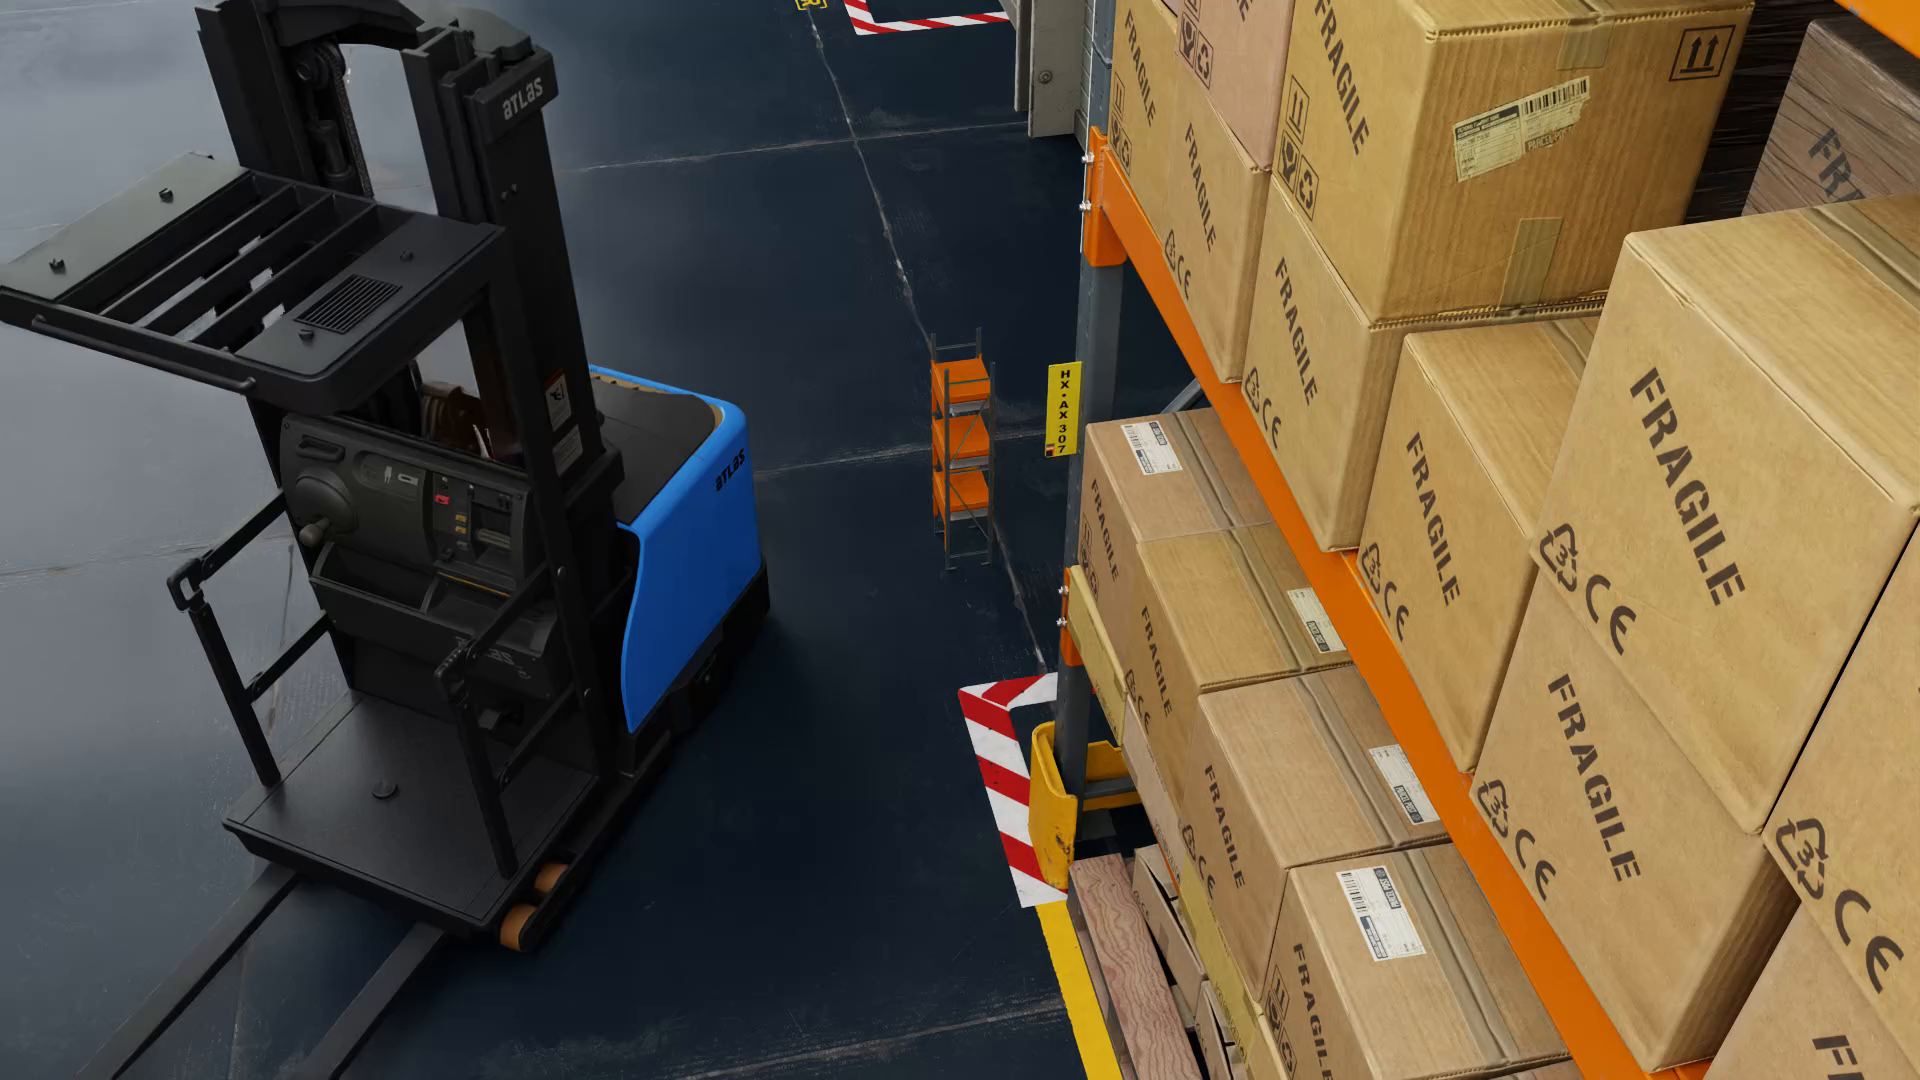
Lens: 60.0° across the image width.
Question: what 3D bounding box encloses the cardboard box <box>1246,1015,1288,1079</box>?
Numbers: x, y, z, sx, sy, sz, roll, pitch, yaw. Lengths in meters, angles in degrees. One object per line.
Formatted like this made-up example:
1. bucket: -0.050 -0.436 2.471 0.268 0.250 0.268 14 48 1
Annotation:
1. cardboard box: 0.960 1.279 3.648 0.500 0.250 0.500 -8 42 -9

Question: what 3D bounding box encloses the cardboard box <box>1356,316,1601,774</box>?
1. cardboard box: 0.989 -0.006 2.647 0.500 0.500 0.500 -6 42 -7

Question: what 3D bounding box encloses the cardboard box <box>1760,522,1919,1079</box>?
1. cardboard box: 1.189 0.286 1.566 0.500 0.500 0.500 -6 42 -7

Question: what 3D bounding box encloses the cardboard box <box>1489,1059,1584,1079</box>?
1. cardboard box: 1.075 1.323 3.033 0.500 0.500 0.500 -9 42 -11

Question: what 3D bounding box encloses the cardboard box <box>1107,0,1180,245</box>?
1. cardboard box: 0.656 -1.039 3.811 0.500 0.500 0.500 -7 42 -8

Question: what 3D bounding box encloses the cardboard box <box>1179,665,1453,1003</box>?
1. cardboard box: 0.839 0.653 3.788 0.500 0.500 0.500 -10 42 -11

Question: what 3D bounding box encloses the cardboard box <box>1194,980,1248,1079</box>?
1. cardboard box: 1.012 1.547 4.942 0.500 0.311 0.500 -5 42 -6

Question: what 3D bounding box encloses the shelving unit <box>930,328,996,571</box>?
1. shelving unit: 0.012 -0.358 6.862 0.215 1.050 0.252 -8 42 -9

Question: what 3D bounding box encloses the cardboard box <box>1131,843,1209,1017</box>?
1. cardboard box: 0.889 1.177 5.358 0.500 0.311 0.500 -13 43 -14

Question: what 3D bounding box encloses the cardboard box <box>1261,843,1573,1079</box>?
1. cardboard box: 0.962 0.986 3.413 0.500 0.500 0.500 -7 42 -8

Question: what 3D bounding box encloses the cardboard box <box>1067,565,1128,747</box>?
1. cardboard box: 0.623 0.285 4.767 0.500 0.250 0.500 -9 42 -11

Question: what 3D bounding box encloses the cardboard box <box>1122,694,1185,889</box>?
1. cardboard box: 0.749 0.620 4.390 0.500 0.250 0.500 -10 42 -11

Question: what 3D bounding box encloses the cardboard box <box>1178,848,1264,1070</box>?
1. cardboard box: 0.853 0.951 4.017 0.500 0.250 0.500 -9 42 -10

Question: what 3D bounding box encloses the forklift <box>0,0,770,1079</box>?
1. forklift: -1.829 -0.023 5.068 1.130 2.935 3.031 16 44 17

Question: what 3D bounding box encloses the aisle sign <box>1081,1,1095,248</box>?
1. aisle sign: 0.519 -1.101 4.273 0.394 0.787 0.004 -8 42 -9

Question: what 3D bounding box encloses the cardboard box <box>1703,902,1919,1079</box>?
1. cardboard box: 1.244 0.679 1.875 0.500 0.500 0.500 -12 43 -13

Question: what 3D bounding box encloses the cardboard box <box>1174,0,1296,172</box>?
1. cardboard box: 0.732 -1.049 3.069 0.500 0.500 0.500 -9 42 -10

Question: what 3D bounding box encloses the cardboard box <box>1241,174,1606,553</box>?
1. cardboard box: 0.853 -0.350 3.035 0.500 0.500 0.500 -7 42 -7

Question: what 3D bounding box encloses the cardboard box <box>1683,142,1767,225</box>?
1. cardboard box: 1.394 -0.406 3.098 0.500 0.500 0.500 -10 43 -11

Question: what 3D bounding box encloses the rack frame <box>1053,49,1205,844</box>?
1. rack frame: 0.827 -0.125 5.131 1.000 3.000 0.127 -8 42 -9

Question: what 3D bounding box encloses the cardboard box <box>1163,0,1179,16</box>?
1. cardboard box: 0.674 -1.381 3.443 0.500 0.500 0.500 -11 43 -12

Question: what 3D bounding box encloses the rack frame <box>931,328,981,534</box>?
1. rack frame: -0.015 -0.437 6.951 0.200 1.050 0.008 -8 42 -9

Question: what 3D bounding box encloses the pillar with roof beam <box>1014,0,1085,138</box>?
1. pillar with roof beam: -3.675 -5.311 6.455 9.100 9.000 0.400 -8 42 -9

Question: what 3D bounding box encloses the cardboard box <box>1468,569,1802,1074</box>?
1. cardboard box: 1.087 0.326 2.274 0.500 0.500 0.500 -10 43 -11

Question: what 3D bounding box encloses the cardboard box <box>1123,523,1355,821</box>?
1. cardboard box: 0.734 0.317 4.166 0.500 0.500 0.500 -8 42 -9

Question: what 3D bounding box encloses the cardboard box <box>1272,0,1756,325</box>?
1. cardboard box: 0.854 -0.718 2.697 0.500 0.500 0.500 -7 42 -8

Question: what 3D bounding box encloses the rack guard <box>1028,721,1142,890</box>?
1. rack guard: 0.844 0.859 5.906 1.175 0.500 0.348 -8 42 -9

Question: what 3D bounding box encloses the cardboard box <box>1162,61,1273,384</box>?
1. cardboard box: 0.737 -0.686 3.413 0.500 0.500 0.500 -6 42 -6

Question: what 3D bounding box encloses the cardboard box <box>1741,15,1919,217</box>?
1. cardboard box: 1.490 -0.422 2.363 0.500 0.500 0.500 -8 42 -9

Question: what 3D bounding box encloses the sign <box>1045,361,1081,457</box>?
1. sign: 0.298 -0.371 4.756 0.100 0.325 0.005 -8 42 -9

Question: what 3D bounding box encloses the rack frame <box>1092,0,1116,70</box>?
1. rack frame: 0.827 -2.369 3.140 1.000 3.000 0.127 -8 42 -9

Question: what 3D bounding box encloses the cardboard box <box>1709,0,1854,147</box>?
1. cardboard box: 1.304 -1.072 3.095 0.500 0.500 0.500 -6 42 -7

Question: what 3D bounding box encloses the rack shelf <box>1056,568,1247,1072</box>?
1. rack shelf: 1.259 1.440 3.910 1.077 0.370 4.000 -8 42 -9

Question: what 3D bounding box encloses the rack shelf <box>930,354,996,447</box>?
1. rack shelf: 0.012 -0.562 6.681 0.215 0.259 0.240 -8 42 -9

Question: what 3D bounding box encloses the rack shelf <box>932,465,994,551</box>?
1. rack shelf: 0.012 -0.142 7.054 0.215 0.259 0.240 -8 42 -9

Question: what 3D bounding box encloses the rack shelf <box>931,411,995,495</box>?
1. rack shelf: 0.012 -0.350 6.869 0.215 0.259 0.240 -8 42 -9

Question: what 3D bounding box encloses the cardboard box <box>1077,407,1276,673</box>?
1. cardboard box: 0.637 -0.004 4.529 0.500 0.500 0.500 -8 42 -9

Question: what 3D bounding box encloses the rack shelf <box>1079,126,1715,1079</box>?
1. rack shelf: 1.259 0.319 2.914 1.077 0.370 4.000 -8 42 -9

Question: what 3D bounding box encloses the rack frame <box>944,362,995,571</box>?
1. rack frame: 0.038 -0.279 6.773 0.200 1.050 0.008 -8 42 -9

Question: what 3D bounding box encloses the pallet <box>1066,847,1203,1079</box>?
1. pallet: 0.985 1.499 5.403 1.003 0.211 1.213 -8 42 -9

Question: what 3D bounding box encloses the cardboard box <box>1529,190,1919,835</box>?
1. cardboard box: 1.066 -0.050 1.943 0.500 0.500 0.500 -10 43 -11
